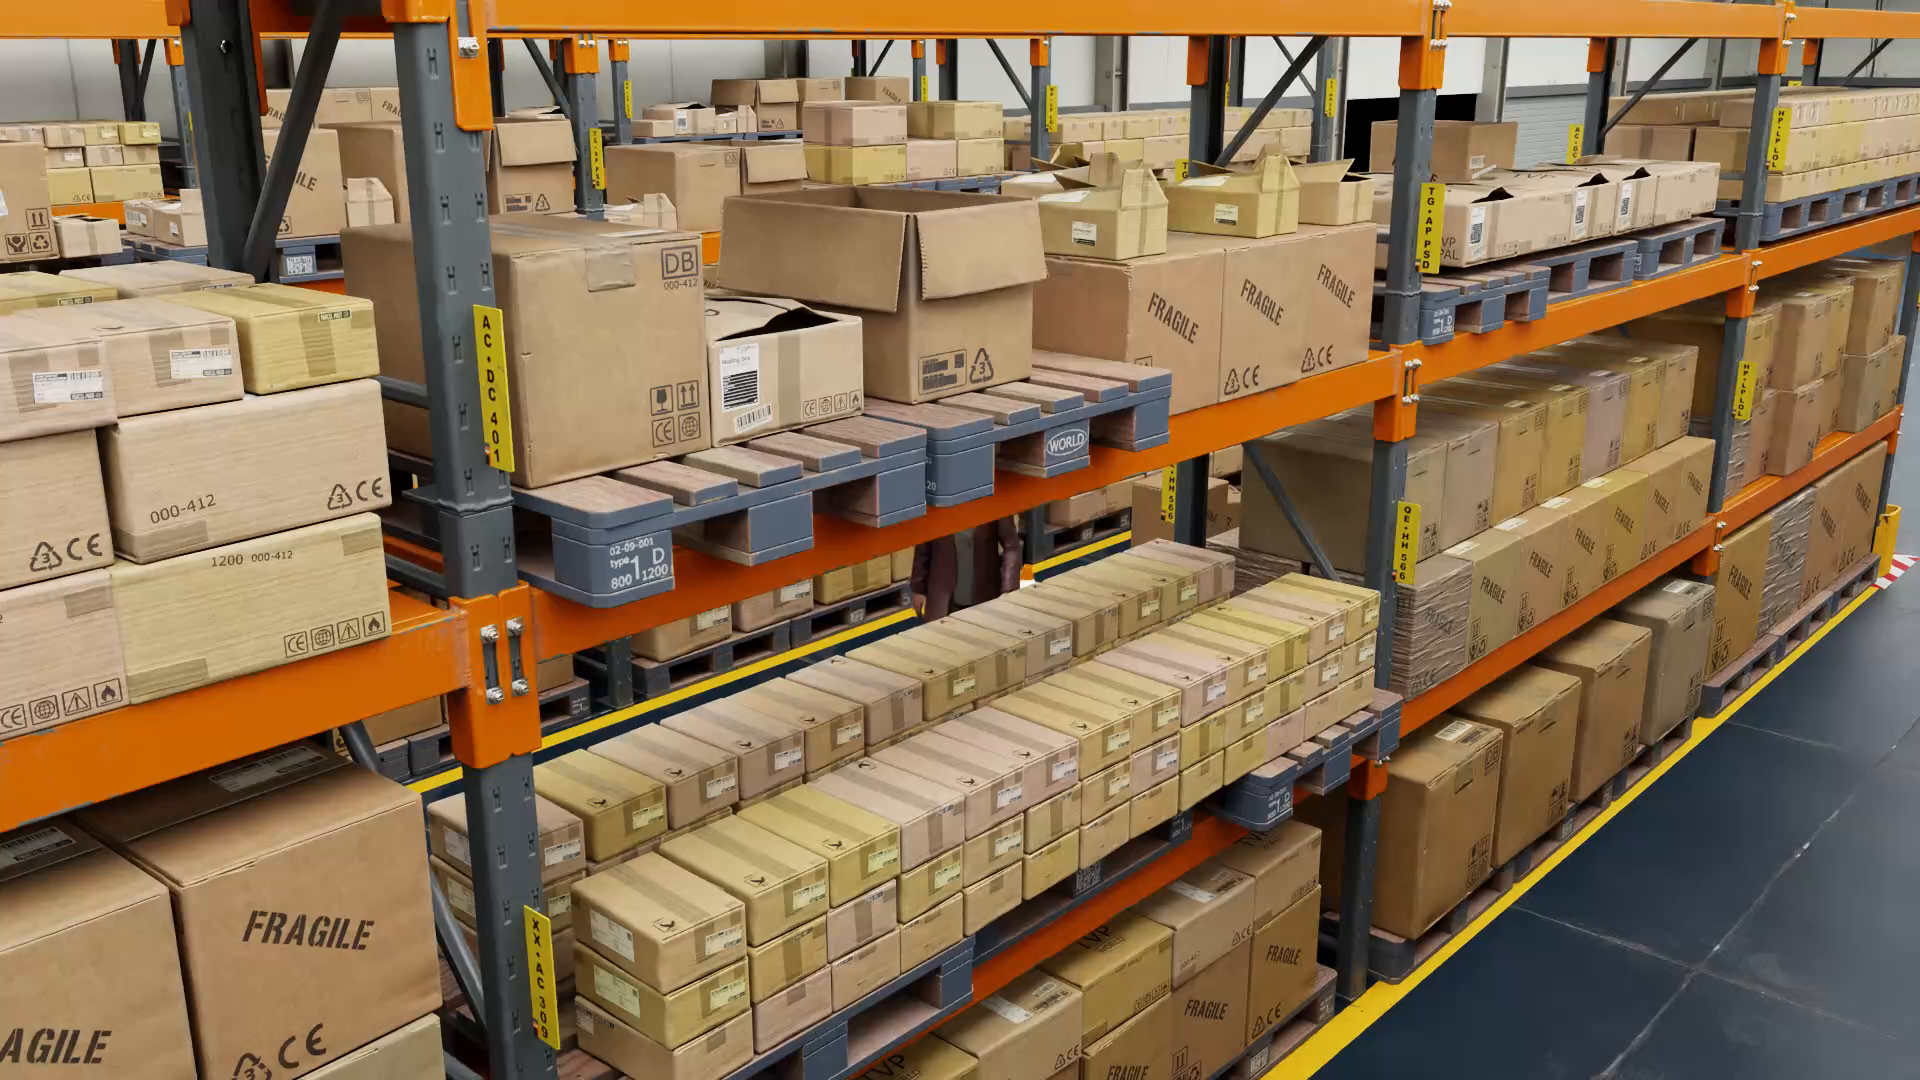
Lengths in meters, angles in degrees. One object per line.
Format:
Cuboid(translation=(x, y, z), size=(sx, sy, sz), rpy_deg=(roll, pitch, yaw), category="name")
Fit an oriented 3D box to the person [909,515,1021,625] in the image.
Cuboid(translation=(0.035, 0.357, 9.380), size=(0.637, 1.718, 1.014), rpy_deg=(-1, 17, -2), category="person")
